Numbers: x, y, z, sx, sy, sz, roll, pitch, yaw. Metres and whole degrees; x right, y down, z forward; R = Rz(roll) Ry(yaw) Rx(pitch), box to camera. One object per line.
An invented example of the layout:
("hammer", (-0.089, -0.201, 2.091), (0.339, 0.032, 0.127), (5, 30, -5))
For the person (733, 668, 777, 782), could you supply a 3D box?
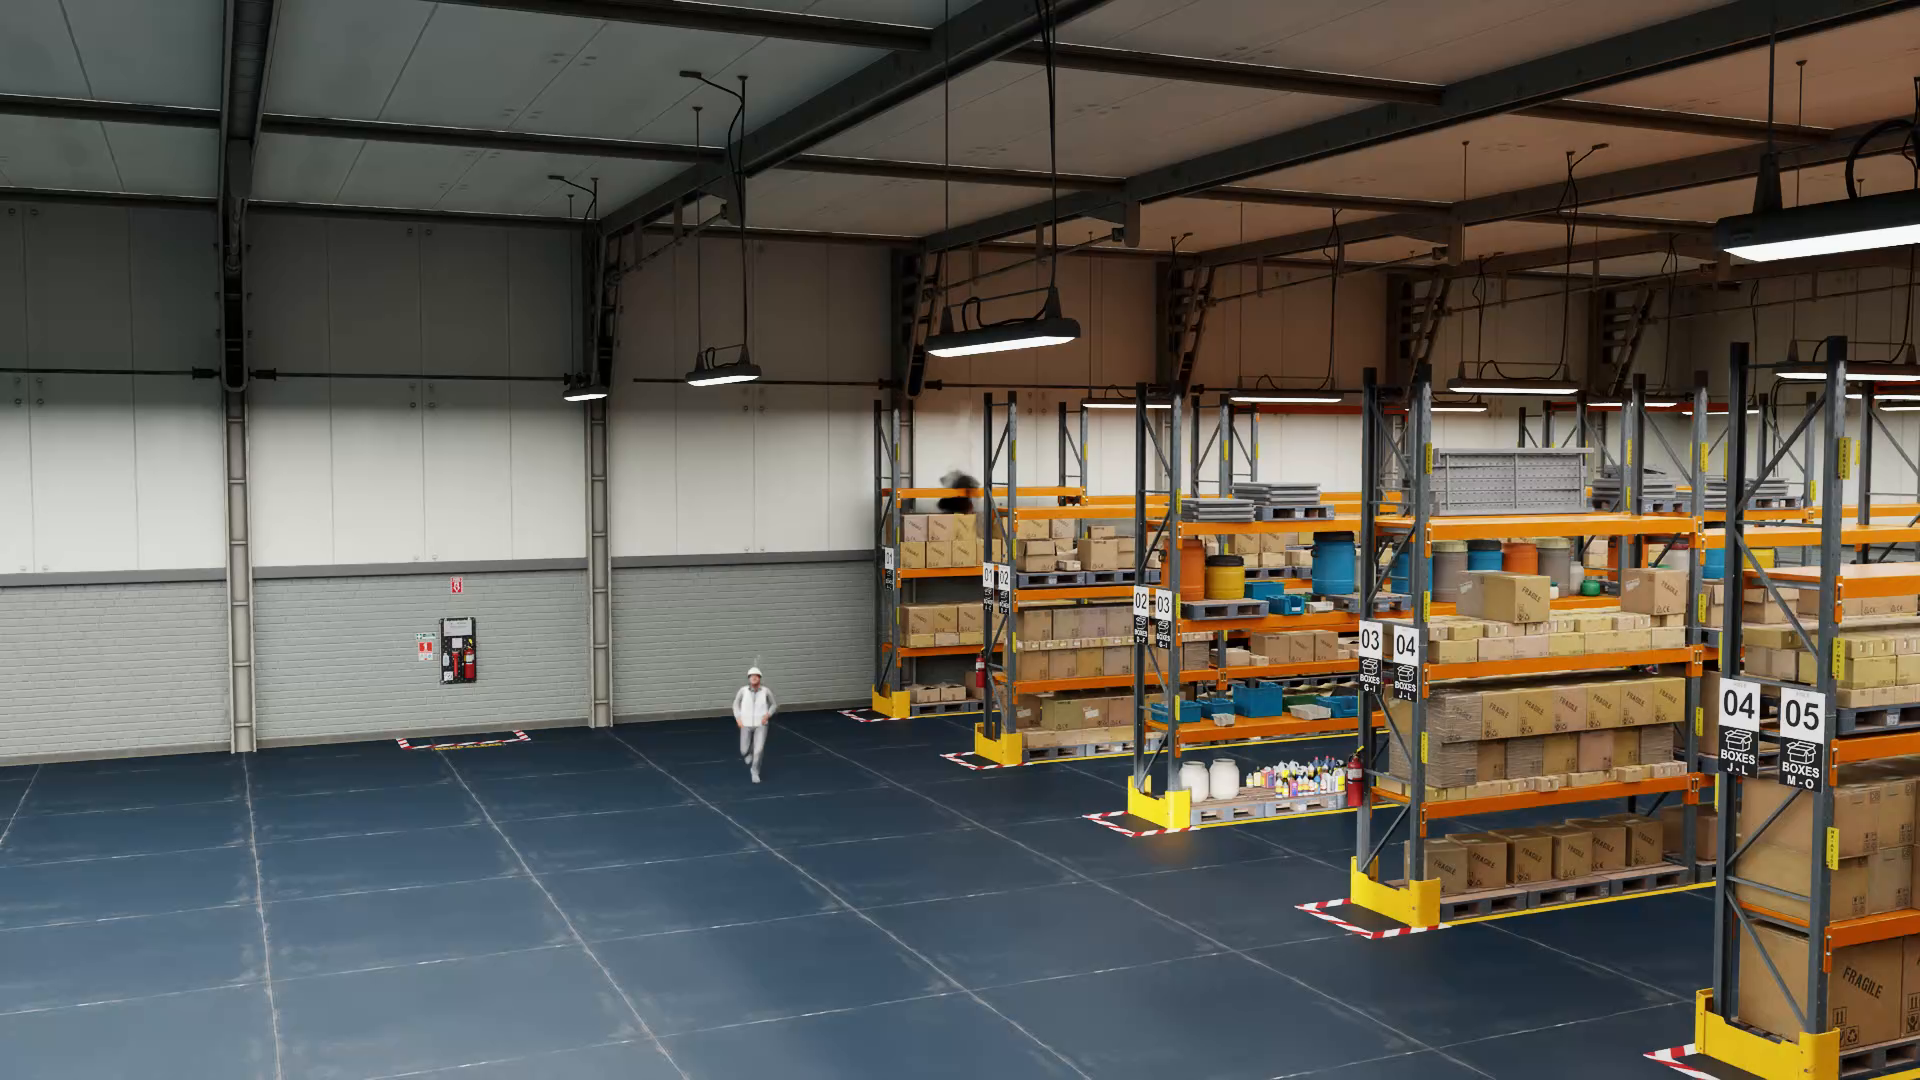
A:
("person", (-3.154, 2.825, 25.601), (0.678, 1.729, 0.643), (0, 3, -1))
